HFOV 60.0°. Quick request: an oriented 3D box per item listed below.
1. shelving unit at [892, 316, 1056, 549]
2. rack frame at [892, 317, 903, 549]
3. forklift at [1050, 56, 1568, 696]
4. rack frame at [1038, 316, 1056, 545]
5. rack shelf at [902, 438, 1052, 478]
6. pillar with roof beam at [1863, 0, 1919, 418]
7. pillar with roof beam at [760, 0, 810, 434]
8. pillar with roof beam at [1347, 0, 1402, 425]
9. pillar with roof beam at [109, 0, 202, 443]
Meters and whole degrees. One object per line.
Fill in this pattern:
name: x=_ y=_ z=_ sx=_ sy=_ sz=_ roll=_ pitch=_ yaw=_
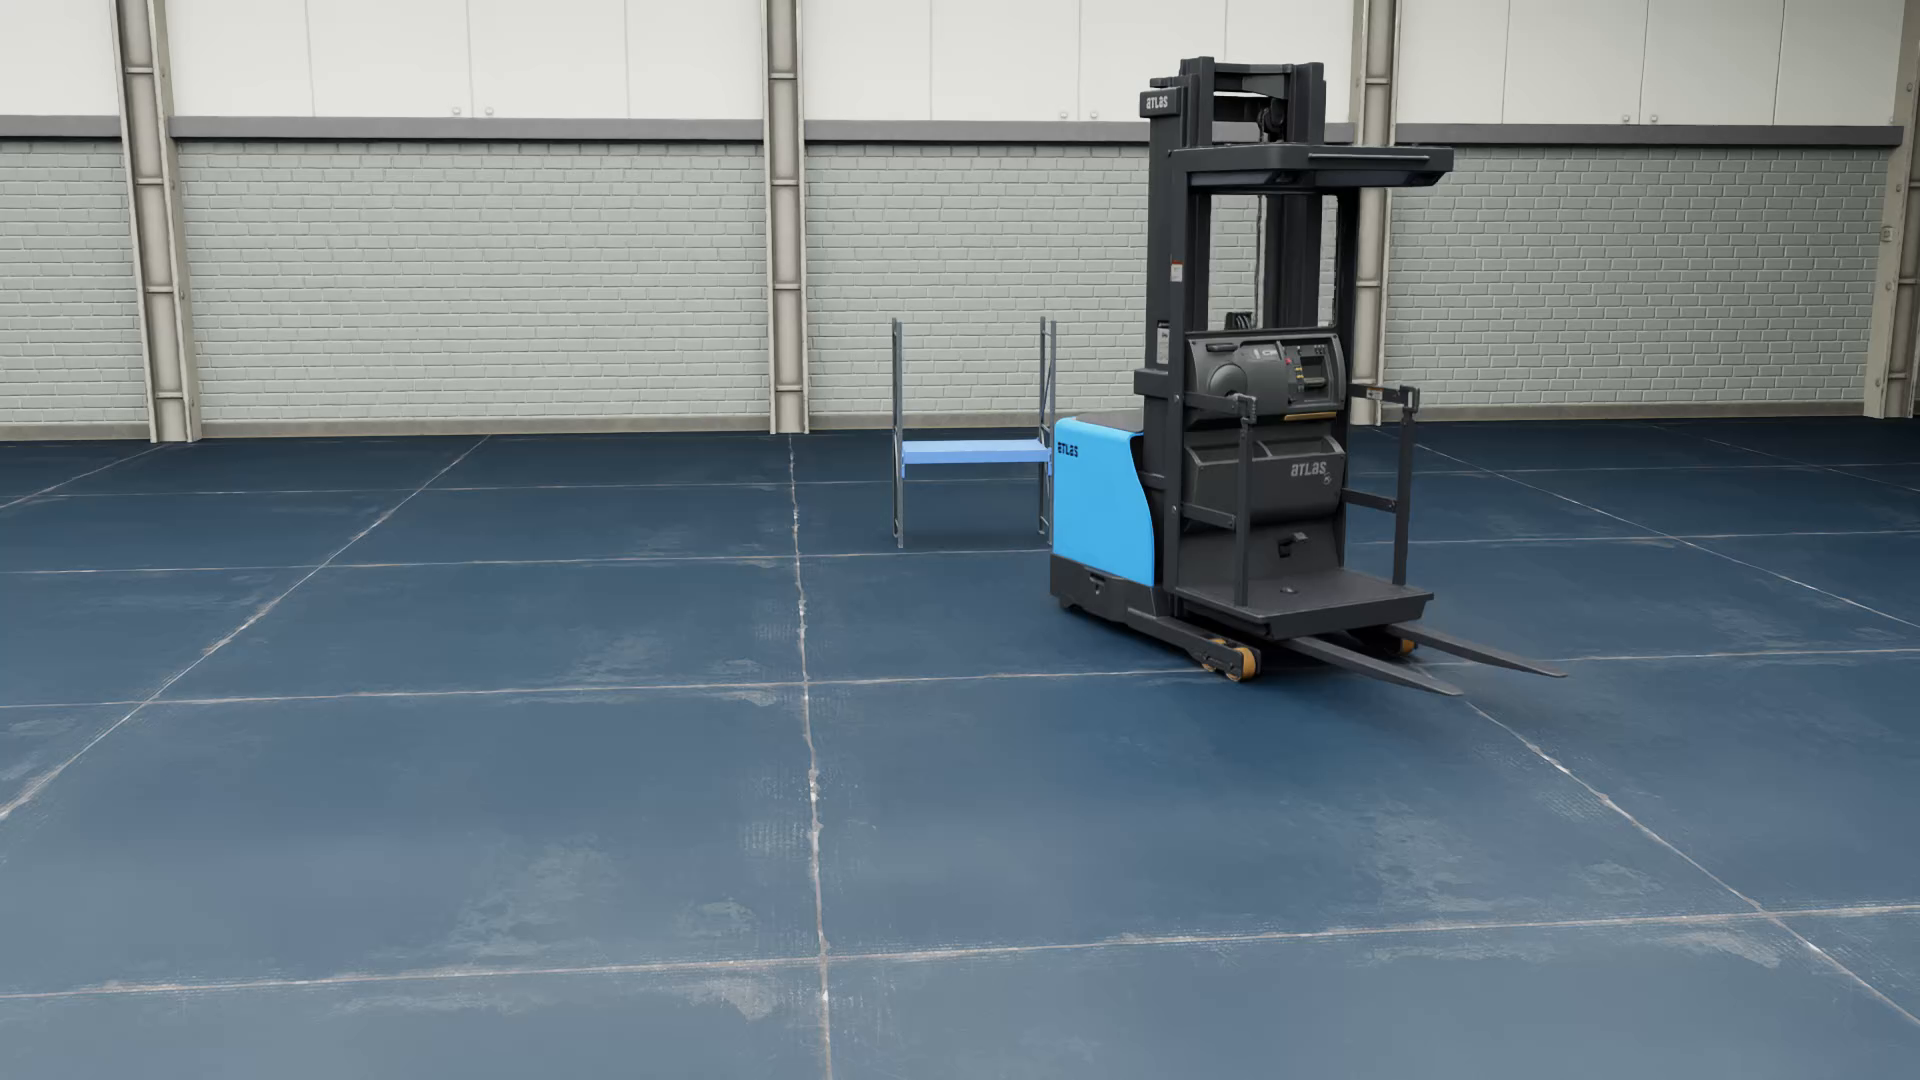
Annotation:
shelving unit: x=0.085 y=-0.738 z=11.232 sx=1.048 sy=1.500 sz=0.538 roll=-1 pitch=11 yaw=-6
rack frame: x=-0.421 y=-0.727 z=11.179 sx=0.032 sy=1.500 sz=0.500 roll=-1 pitch=11 yaw=-6
forklift: x=1.646 y=-0.861 z=8.151 sx=1.130 sy=2.935 sz=3.031 roll=-6 pitch=13 yaw=-27
rack frame: x=0.590 y=-0.748 z=11.286 sx=0.032 sy=1.500 sz=0.500 roll=-1 pitch=11 yaw=-6
rack shelf: x=0.085 y=-0.561 z=11.267 sx=1.000 sy=0.185 sz=0.538 roll=-1 pitch=11 yaw=-6
pillar with roof beam: x=10.654 y=-4.948 z=13.208 sx=0.400 sy=9.000 sz=9.100 roll=-1 pitch=11 yaw=-6
pillar with roof beam: x=-1.276 y=-4.698 z=11.936 sx=0.400 sy=9.000 sz=9.100 roll=-1 pitch=11 yaw=-6
pillar with roof beam: x=4.689 y=-4.823 z=12.572 sx=0.400 sy=9.000 sz=9.100 roll=-1 pitch=11 yaw=-6
pillar with roof beam: x=-7.241 y=-4.573 z=11.300 sx=0.400 sy=9.000 sz=9.100 roll=-1 pitch=11 yaw=-6
